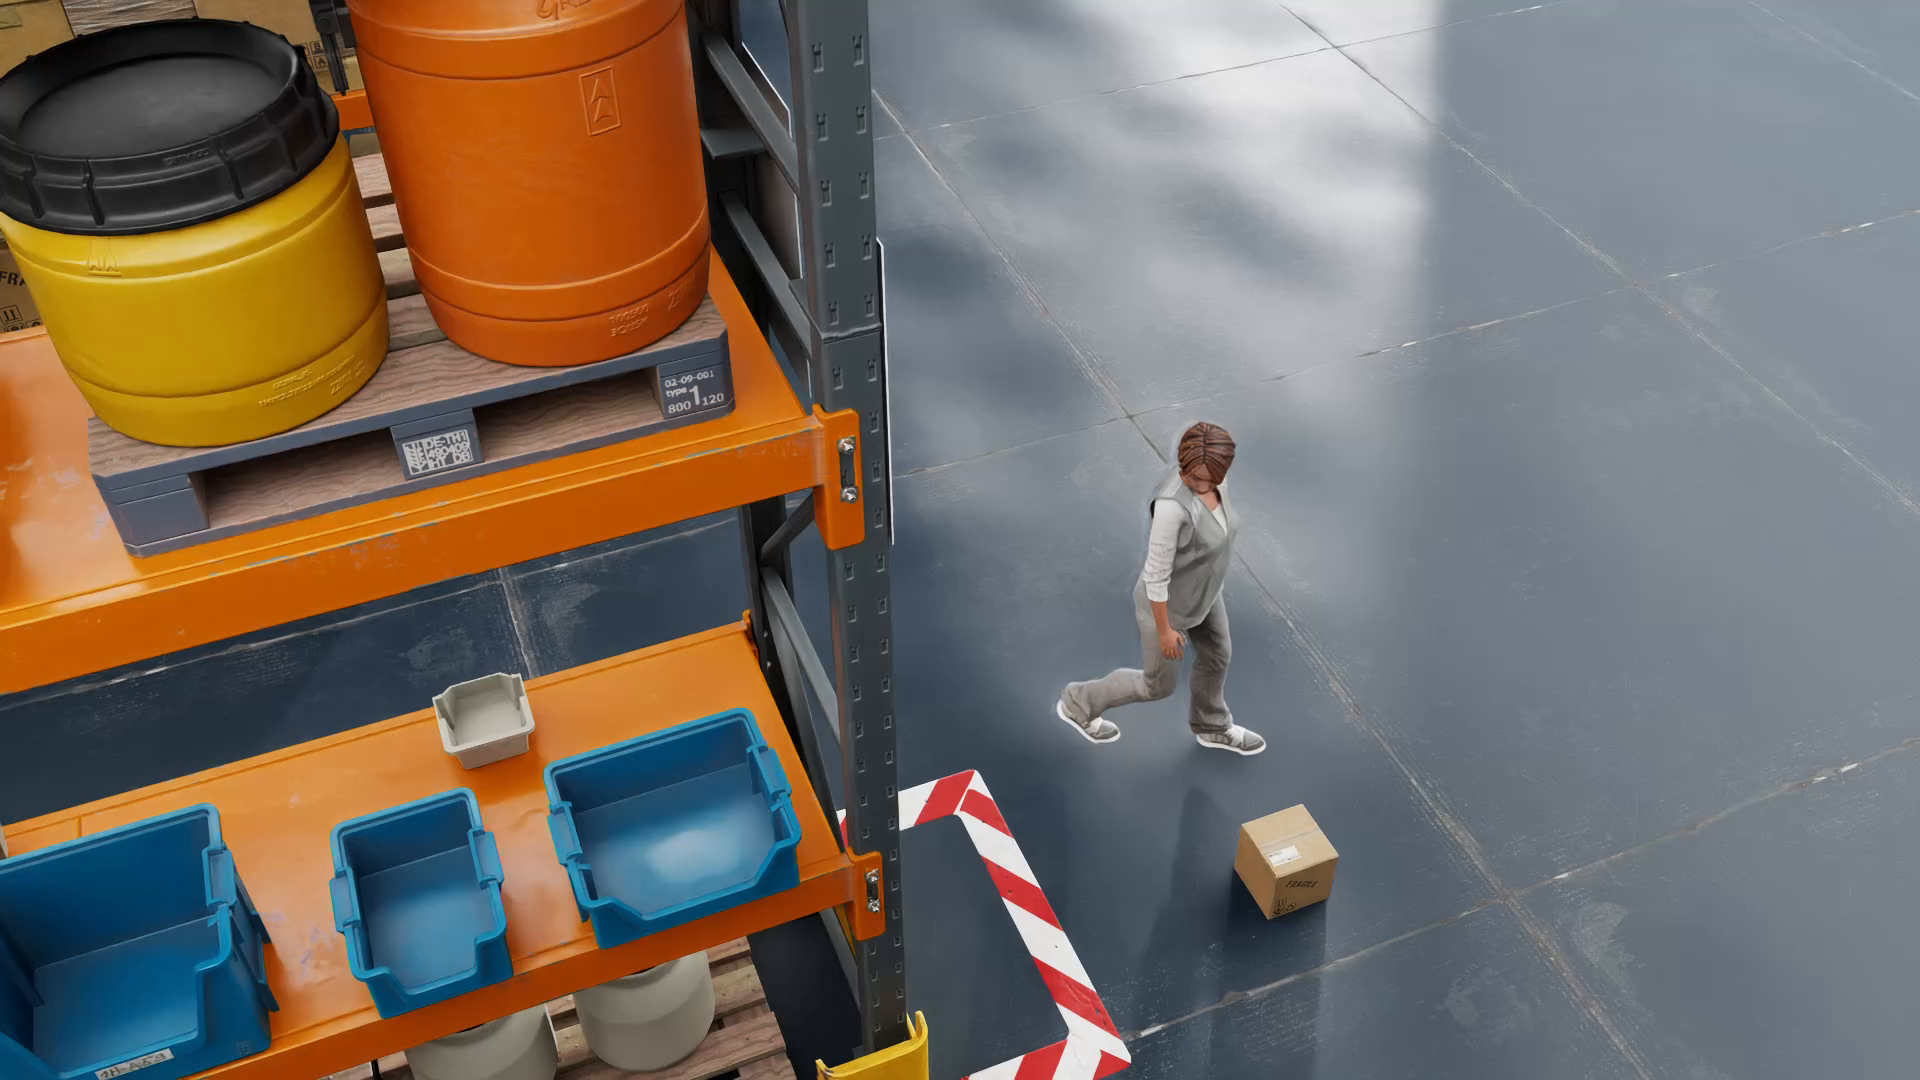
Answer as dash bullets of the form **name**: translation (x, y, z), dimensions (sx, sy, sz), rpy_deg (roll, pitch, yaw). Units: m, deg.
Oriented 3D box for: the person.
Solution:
- **person**: translation (0.774, 0.207, 5.932), dimensions (0.749, 1.557, 0.441), rpy_deg (22, 47, 22)
